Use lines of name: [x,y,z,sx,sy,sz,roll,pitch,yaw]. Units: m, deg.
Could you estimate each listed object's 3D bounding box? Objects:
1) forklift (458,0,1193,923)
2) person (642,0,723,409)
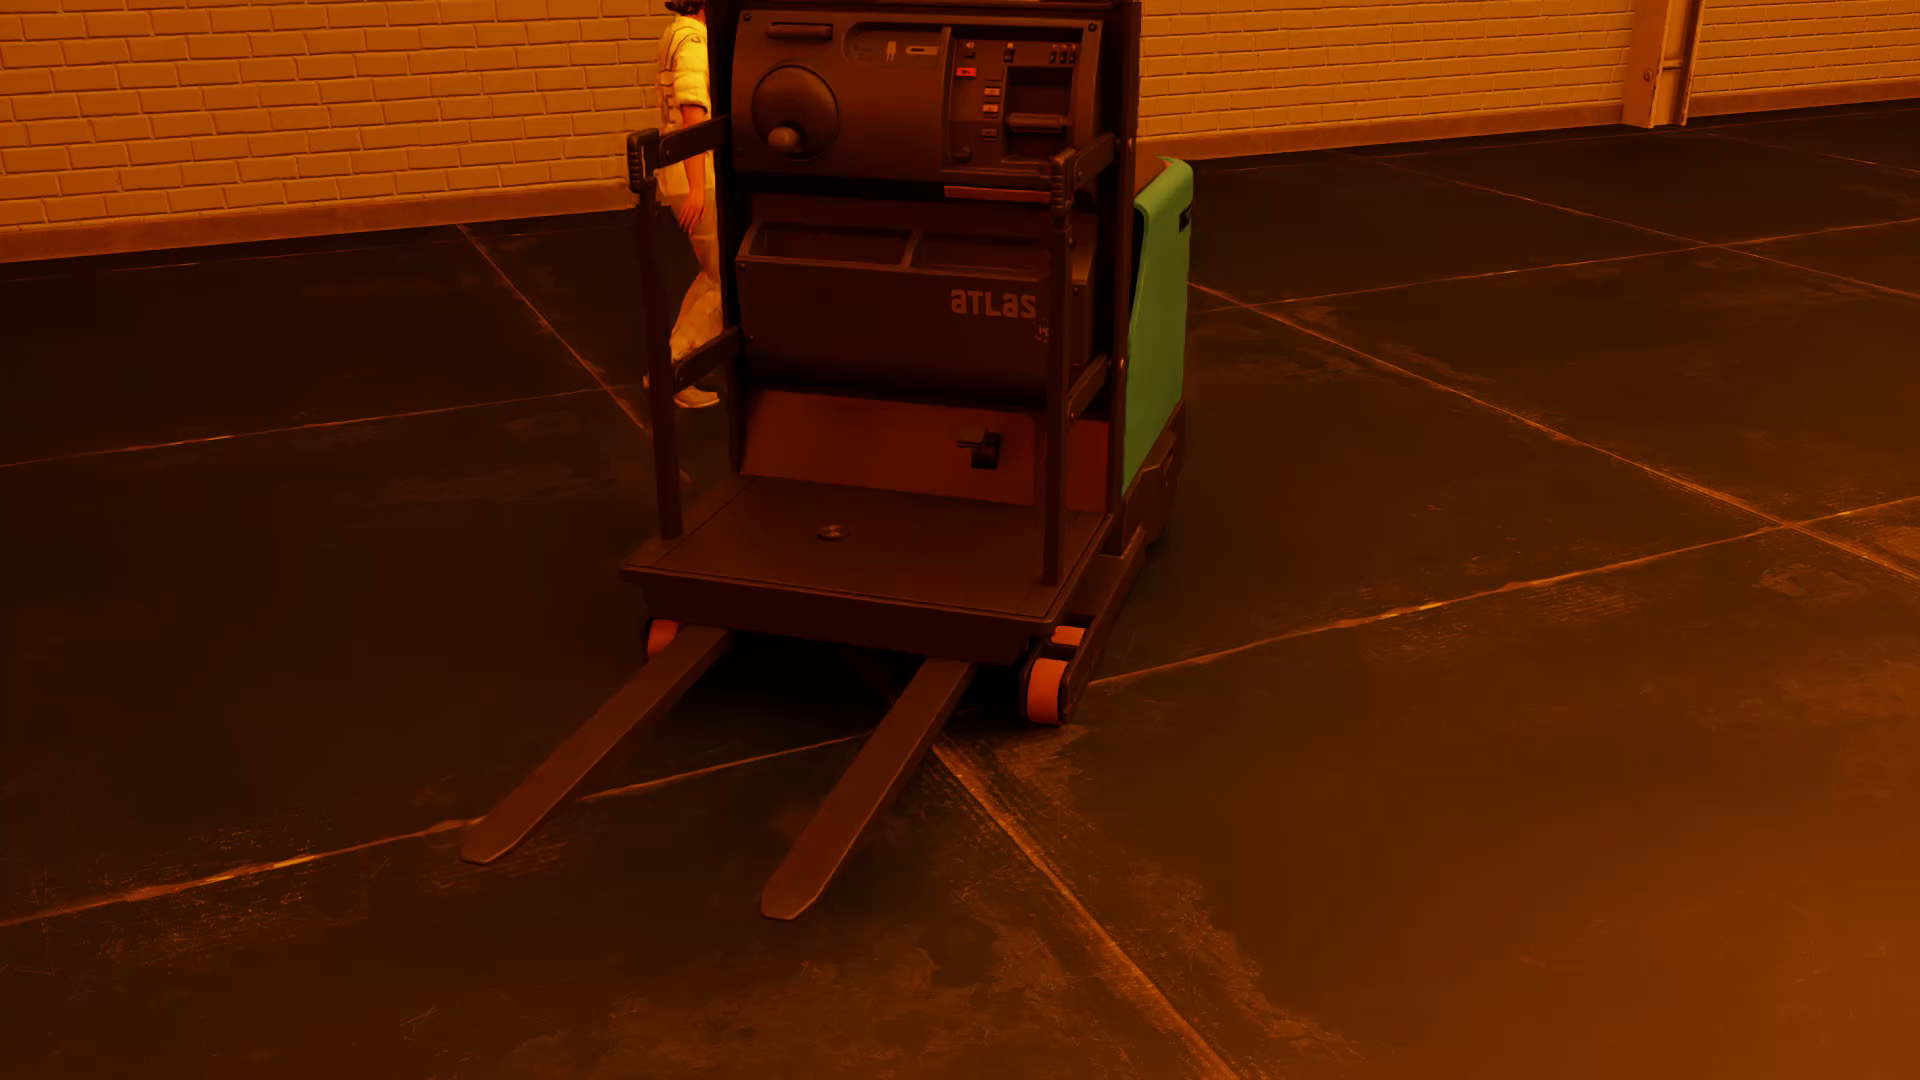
forklift: [-0.177,-1.072,3.868,1.130,2.935,3.031,7,23,16]
person: [-1.002,-1.322,6.235,0.503,1.595,0.816,-6,23,-14]
